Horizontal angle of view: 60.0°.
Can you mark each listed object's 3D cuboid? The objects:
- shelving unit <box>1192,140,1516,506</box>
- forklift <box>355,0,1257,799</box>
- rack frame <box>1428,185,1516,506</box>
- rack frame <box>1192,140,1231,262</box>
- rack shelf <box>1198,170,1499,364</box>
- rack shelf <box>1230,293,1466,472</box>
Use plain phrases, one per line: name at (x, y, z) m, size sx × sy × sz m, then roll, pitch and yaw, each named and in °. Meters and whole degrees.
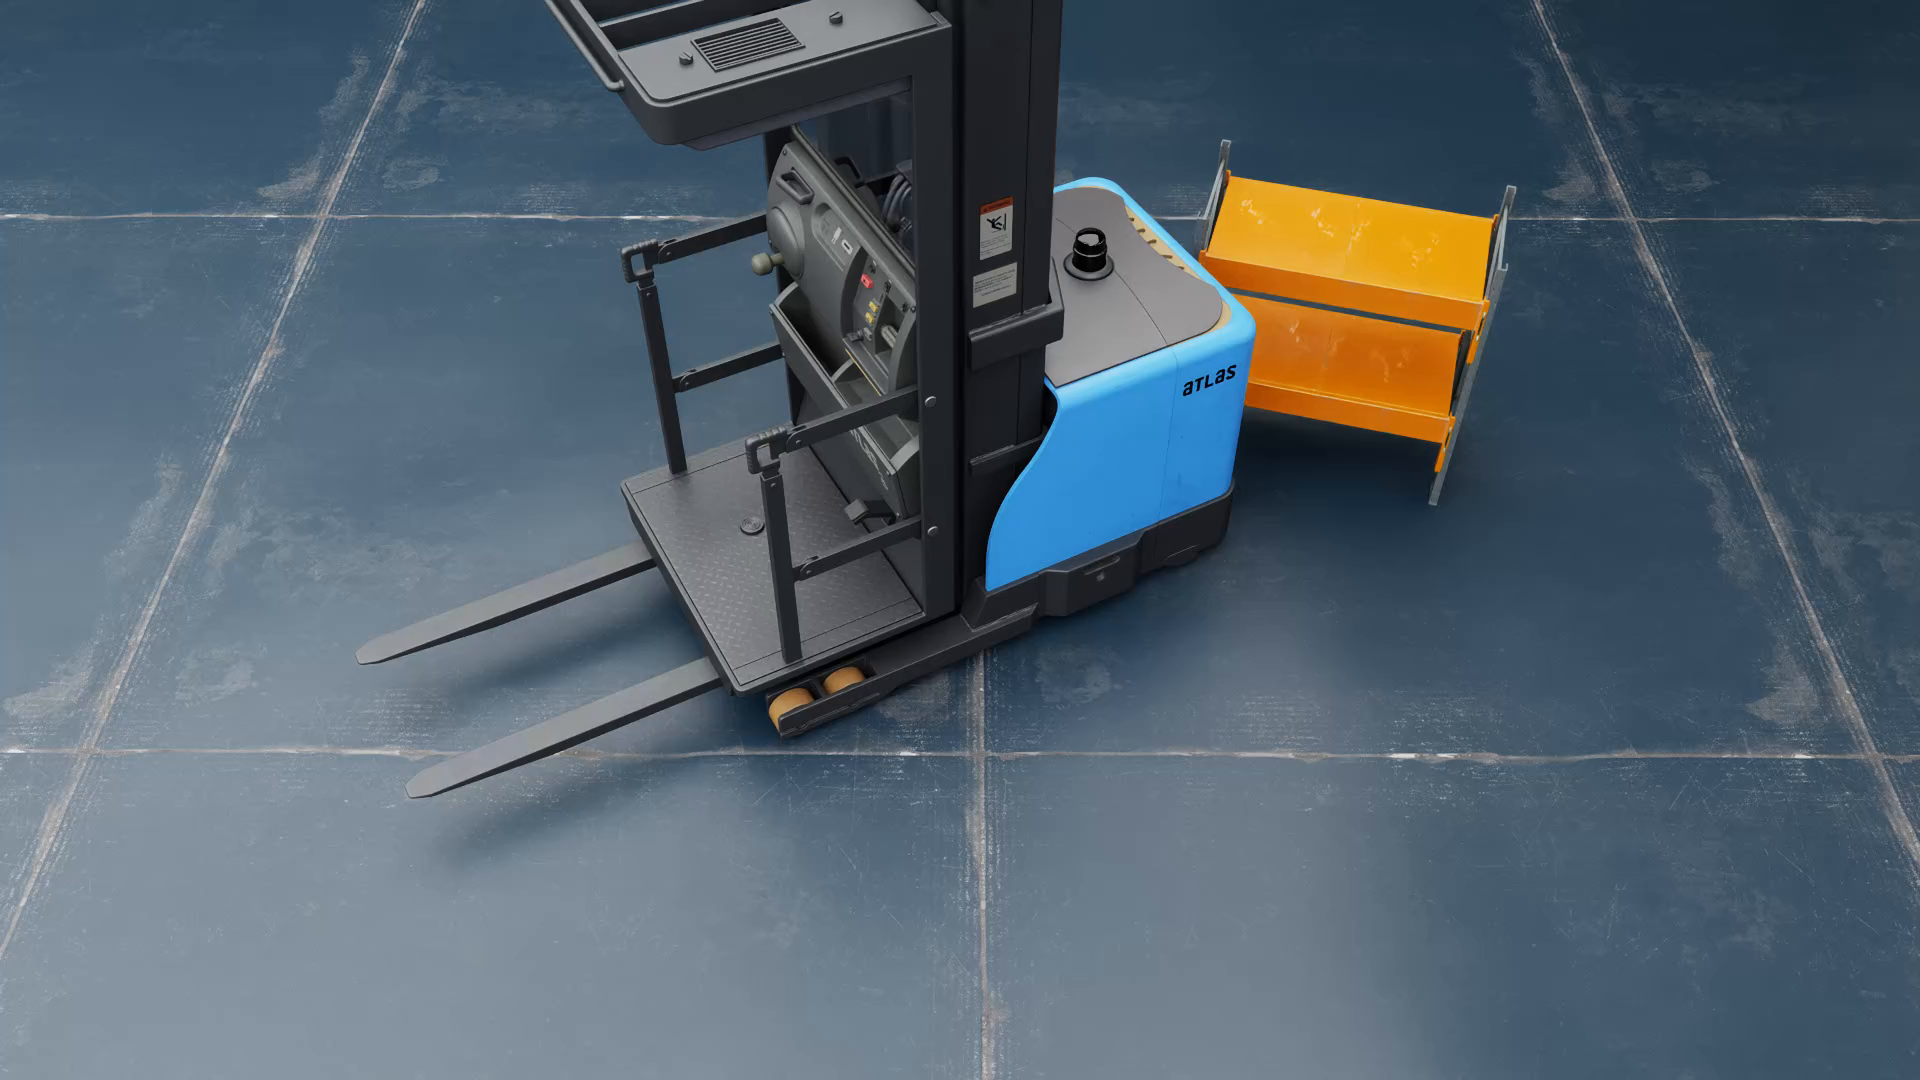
shelving unit at (1.393, -0.797, 6.224) m, size 1.048 × 1.125 × 0.538 m, roll 12°, pitch 48°, yaw 11°
forklift at (-0.548, -0.782, 4.975) m, size 3.031 × 2.935 × 1.130 m, roll -22°, pitch 51°, yaw -19°
rack frame at (1.881, -0.693, 6.127) m, size 0.032 × 1.125 × 0.500 m, roll 12°, pitch 48°, yaw 11°
rack frame at (0.905, -0.902, 6.321) m, size 0.032 × 1.125 × 0.500 m, roll 12°, pitch 48°, yaw 11°
rack shelf at (1.393, -0.997, 6.009) m, size 1.000 × 0.278 × 0.538 m, roll 12°, pitch 48°, yaw 11°
rack shelf at (1.393, -0.631, 6.403) m, size 1.000 × 0.278 × 0.538 m, roll 12°, pitch 48°, yaw 11°
